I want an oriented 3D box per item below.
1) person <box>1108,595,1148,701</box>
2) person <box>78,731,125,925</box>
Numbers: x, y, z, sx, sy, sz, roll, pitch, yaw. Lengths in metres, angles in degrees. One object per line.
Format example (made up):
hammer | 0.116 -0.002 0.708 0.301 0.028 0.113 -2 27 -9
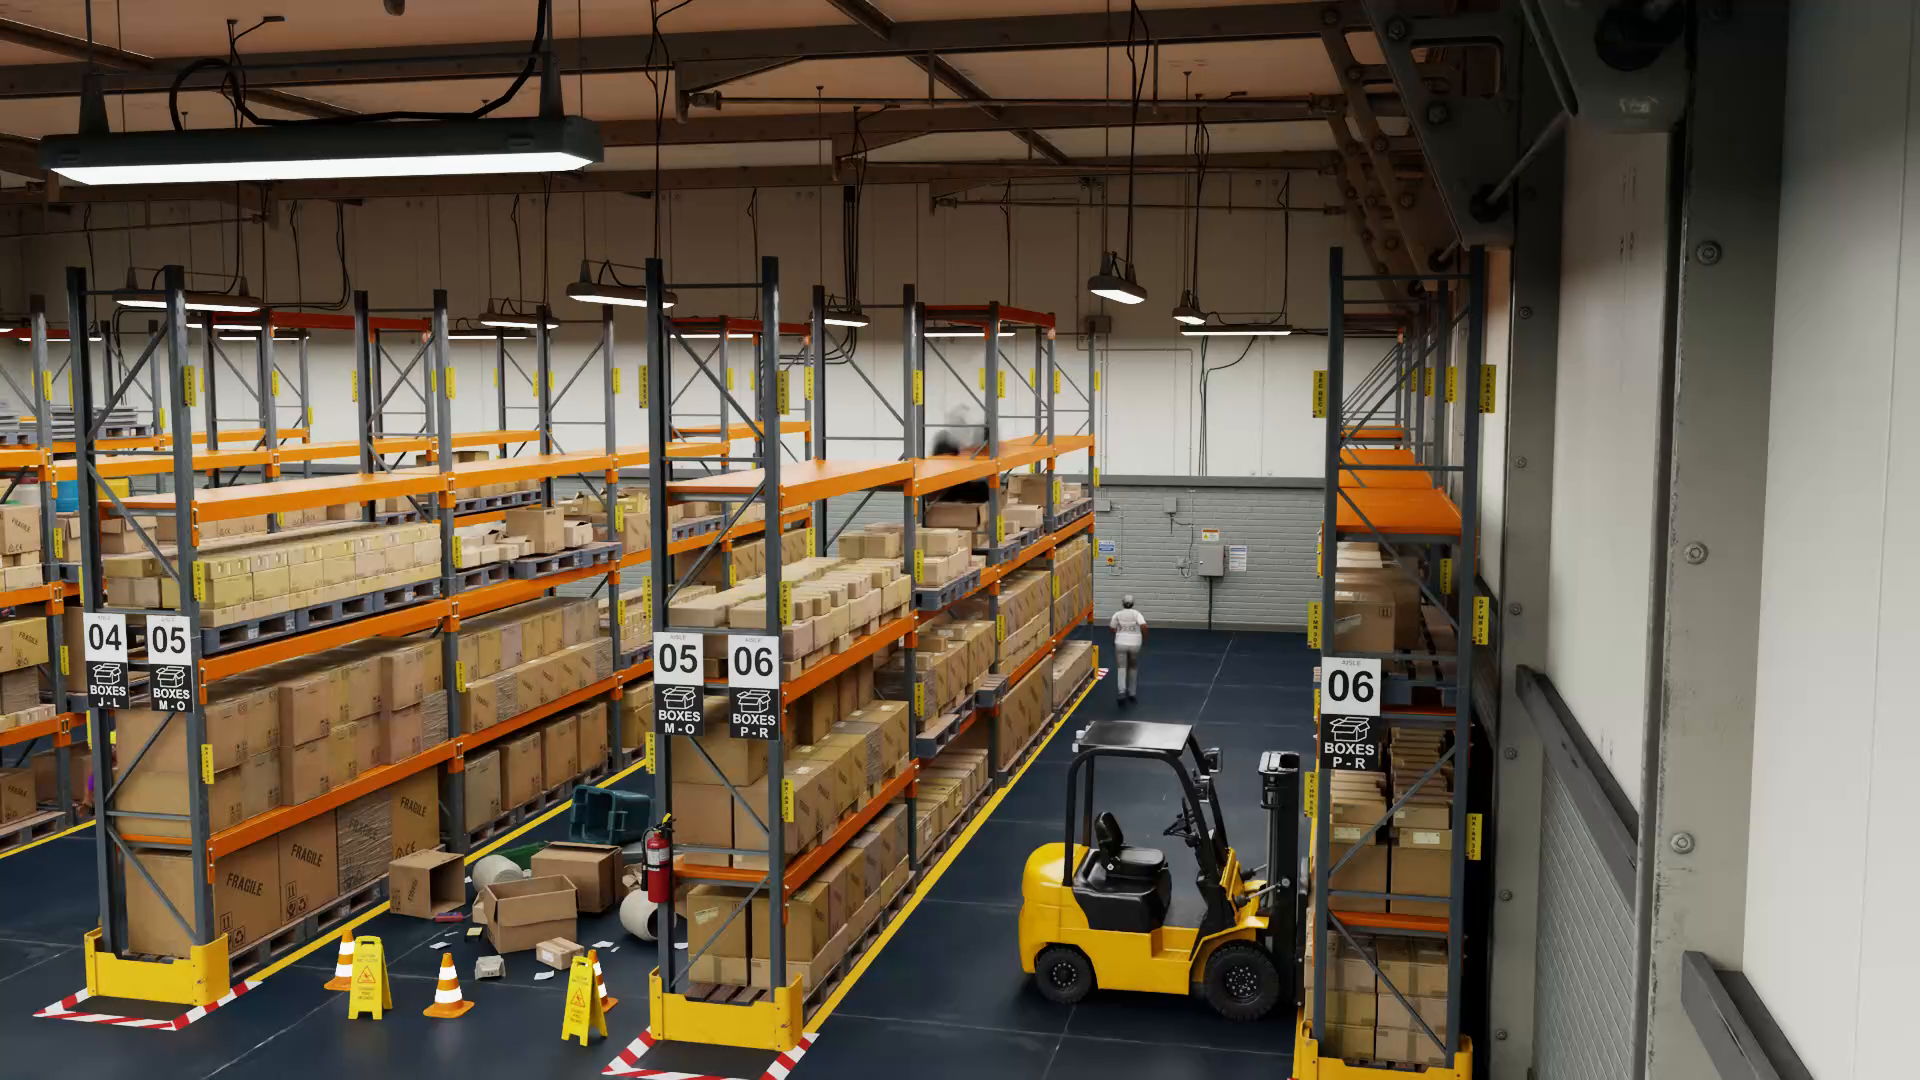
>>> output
person | 2.627 1.691 26.050 0.613 1.672 0.866 1 6 6
person | -8.038 2.698 15.944 0.712 1.754 0.932 0 6 5
